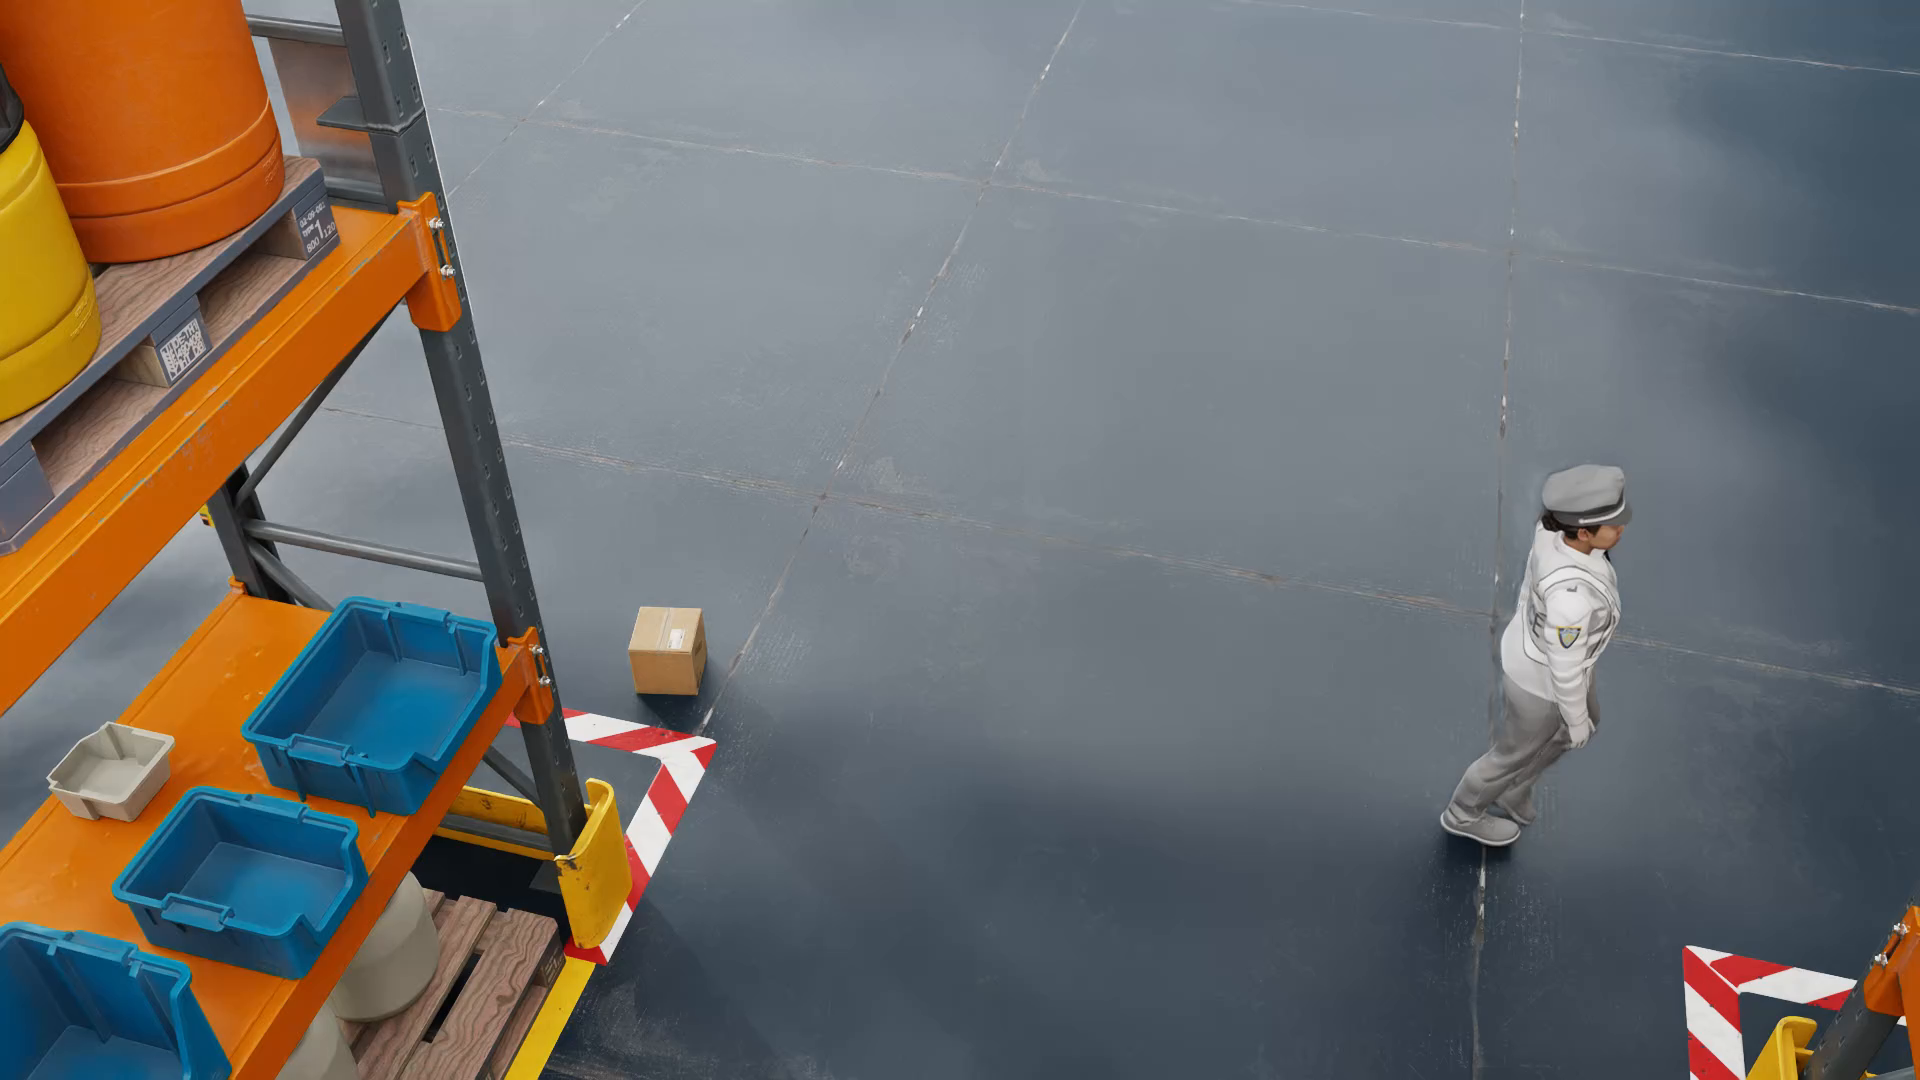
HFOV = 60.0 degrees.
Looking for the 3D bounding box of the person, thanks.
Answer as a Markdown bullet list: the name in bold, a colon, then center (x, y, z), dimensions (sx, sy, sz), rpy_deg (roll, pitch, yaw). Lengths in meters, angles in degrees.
- **person**: center (2.094, 0.495, 5.594), dimensions (0.654, 1.745, 0.525), rpy_deg (9, 42, 10)
